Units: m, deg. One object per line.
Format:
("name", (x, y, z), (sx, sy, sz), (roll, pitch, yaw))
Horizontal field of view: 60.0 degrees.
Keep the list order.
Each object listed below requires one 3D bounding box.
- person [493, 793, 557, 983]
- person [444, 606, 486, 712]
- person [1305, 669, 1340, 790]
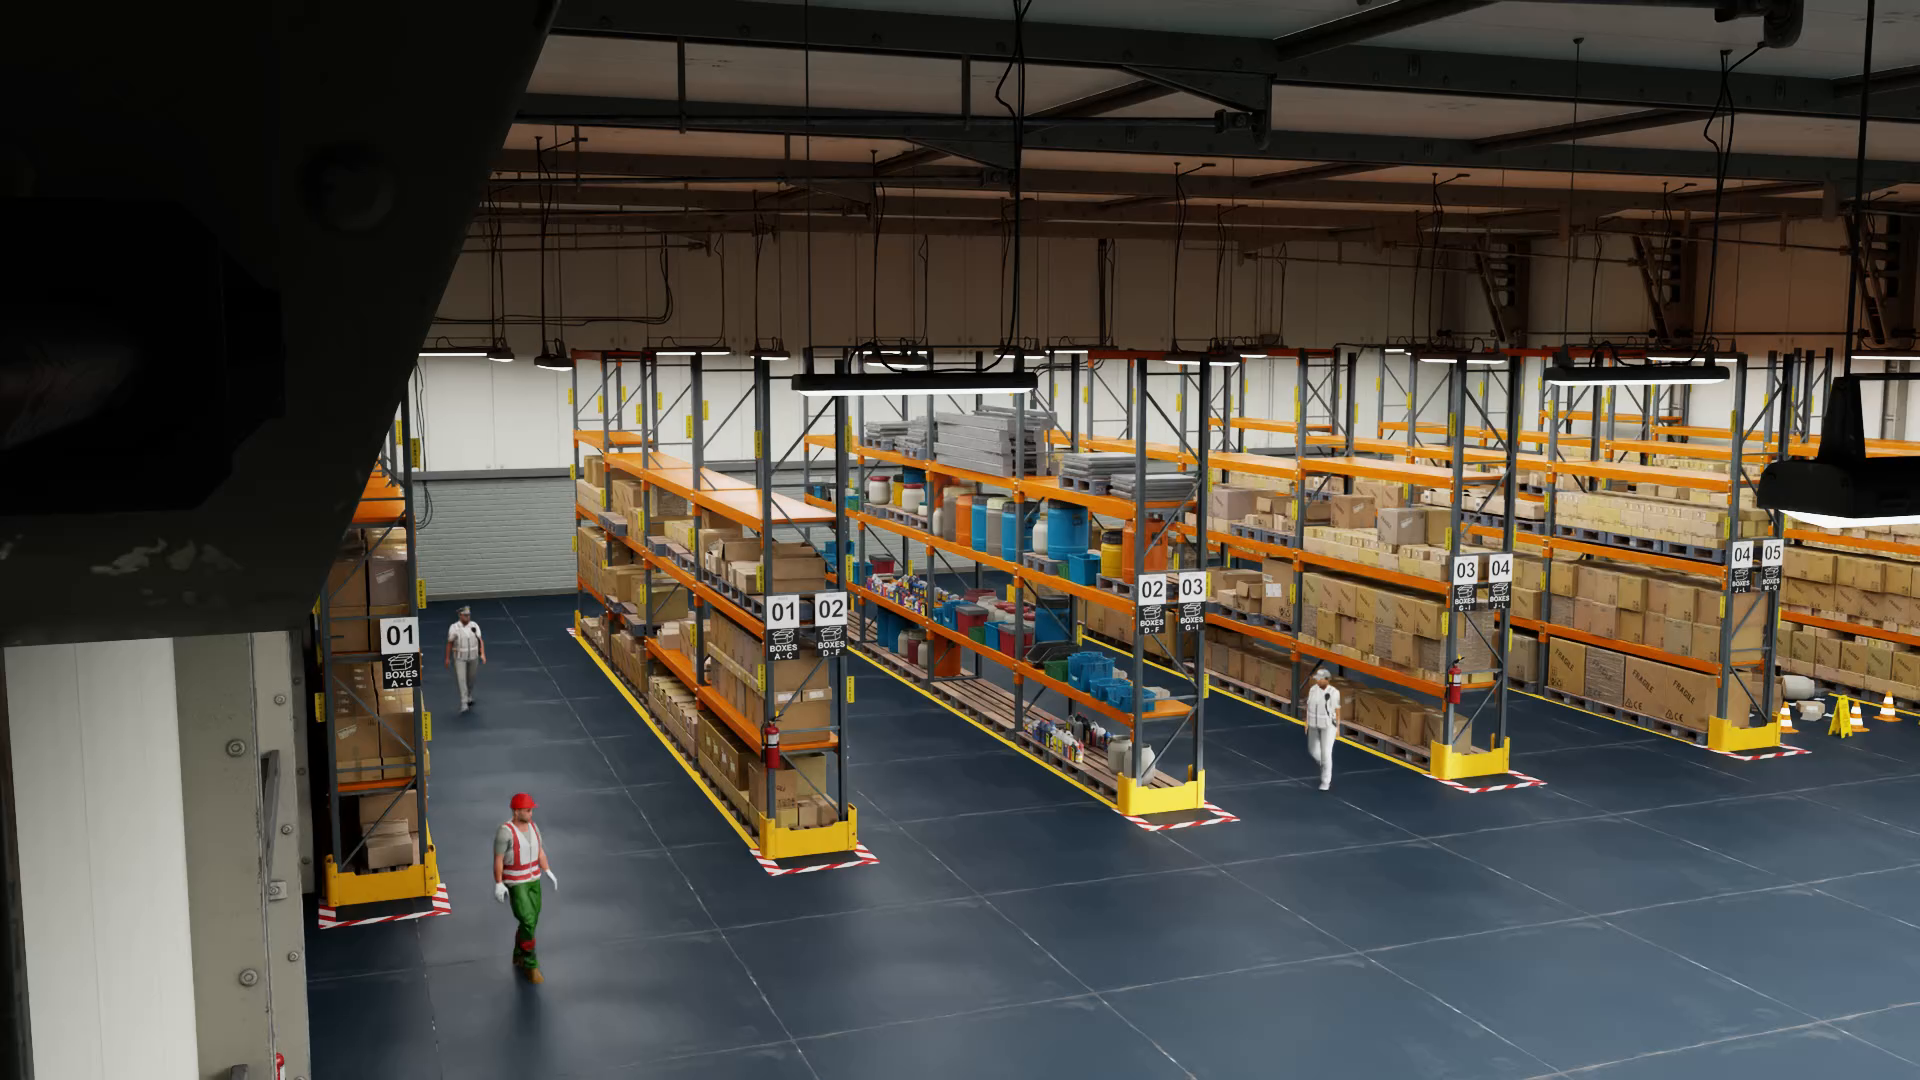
("person", (-4.266, 3.428, 16.458), (0.585, 1.839, 0.565), (4, 8, 28))
("person", (-8.348, 1.967, 28.079), (0.627, 1.705, 1.062), (-4, 8, -30))
("person", (5.113, 2.609, 23.359), (0.466, 1.653, 0.730), (6, 9, 41))
